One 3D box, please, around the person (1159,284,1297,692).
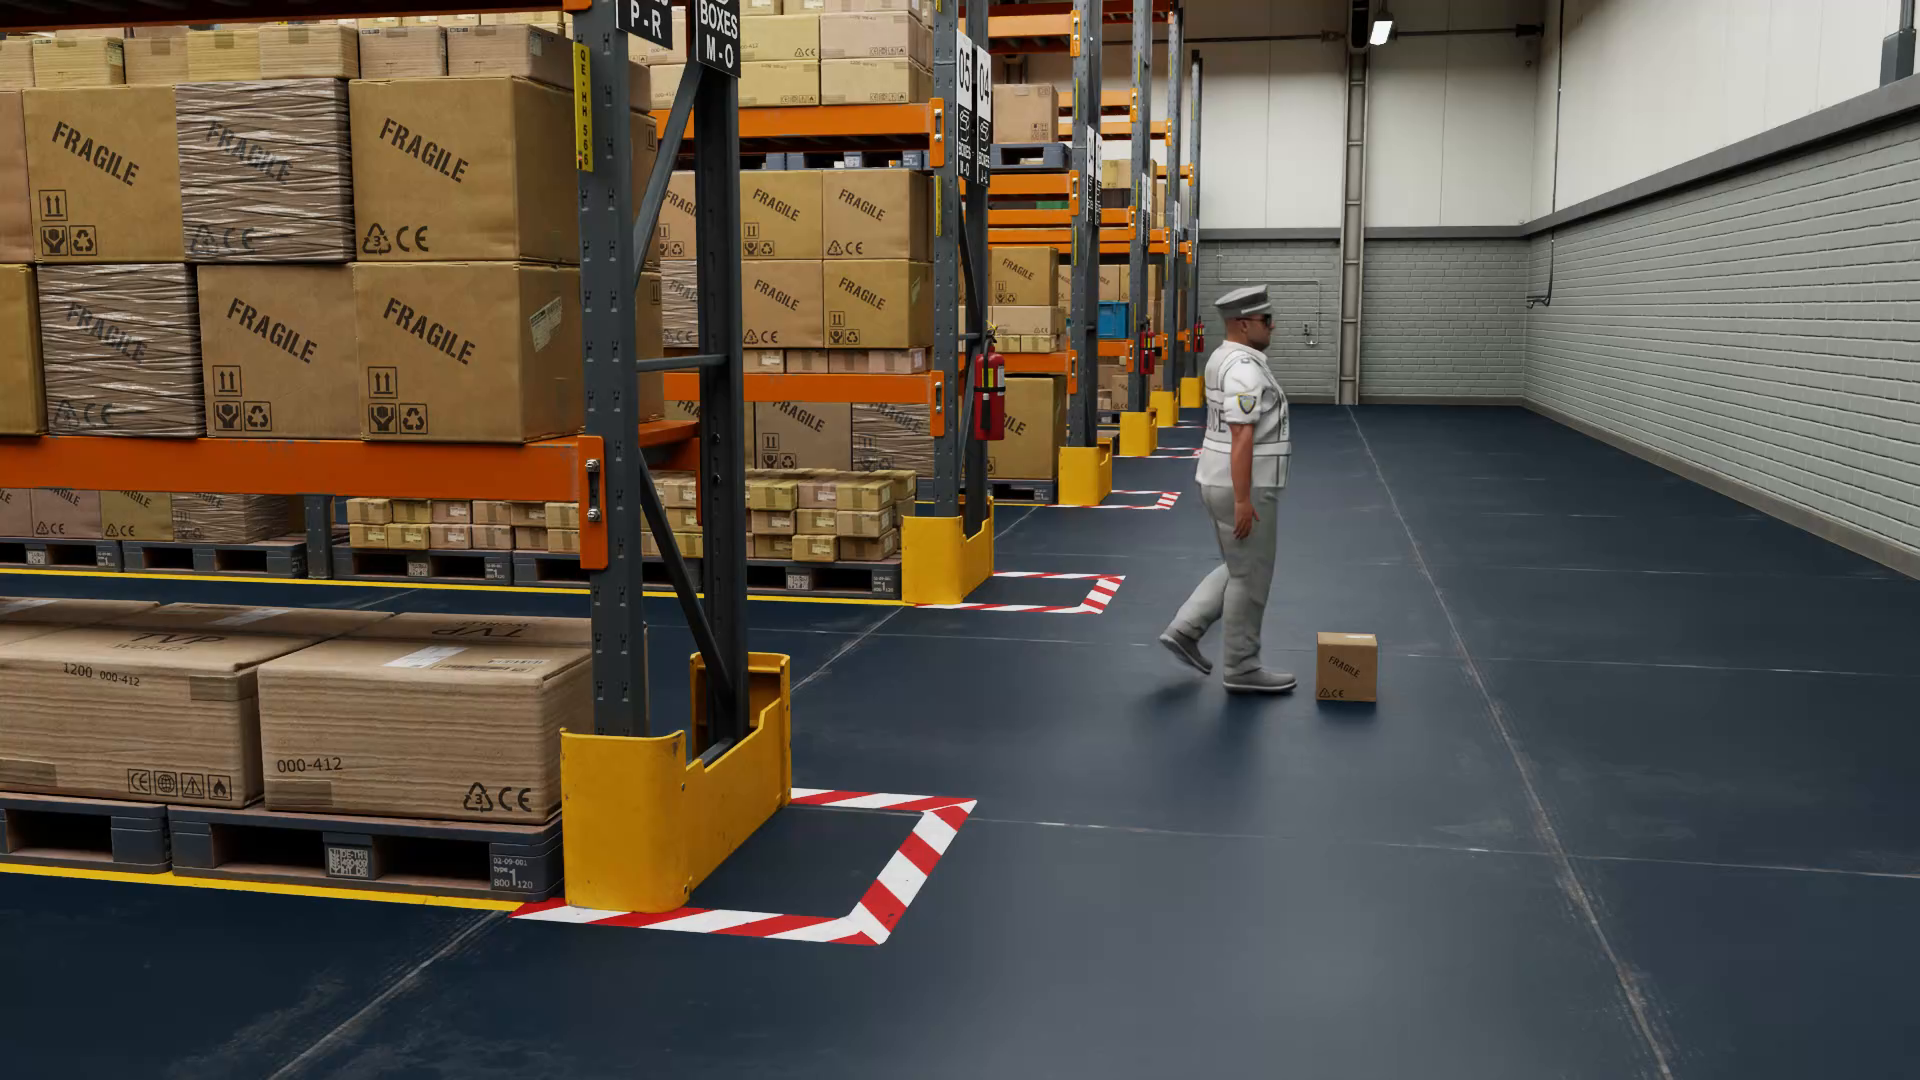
[{"bbox_3d":[1.188,-0.226,7.264,0.585,1.767,0.561,-1,8,-4],"label":"person"}]
